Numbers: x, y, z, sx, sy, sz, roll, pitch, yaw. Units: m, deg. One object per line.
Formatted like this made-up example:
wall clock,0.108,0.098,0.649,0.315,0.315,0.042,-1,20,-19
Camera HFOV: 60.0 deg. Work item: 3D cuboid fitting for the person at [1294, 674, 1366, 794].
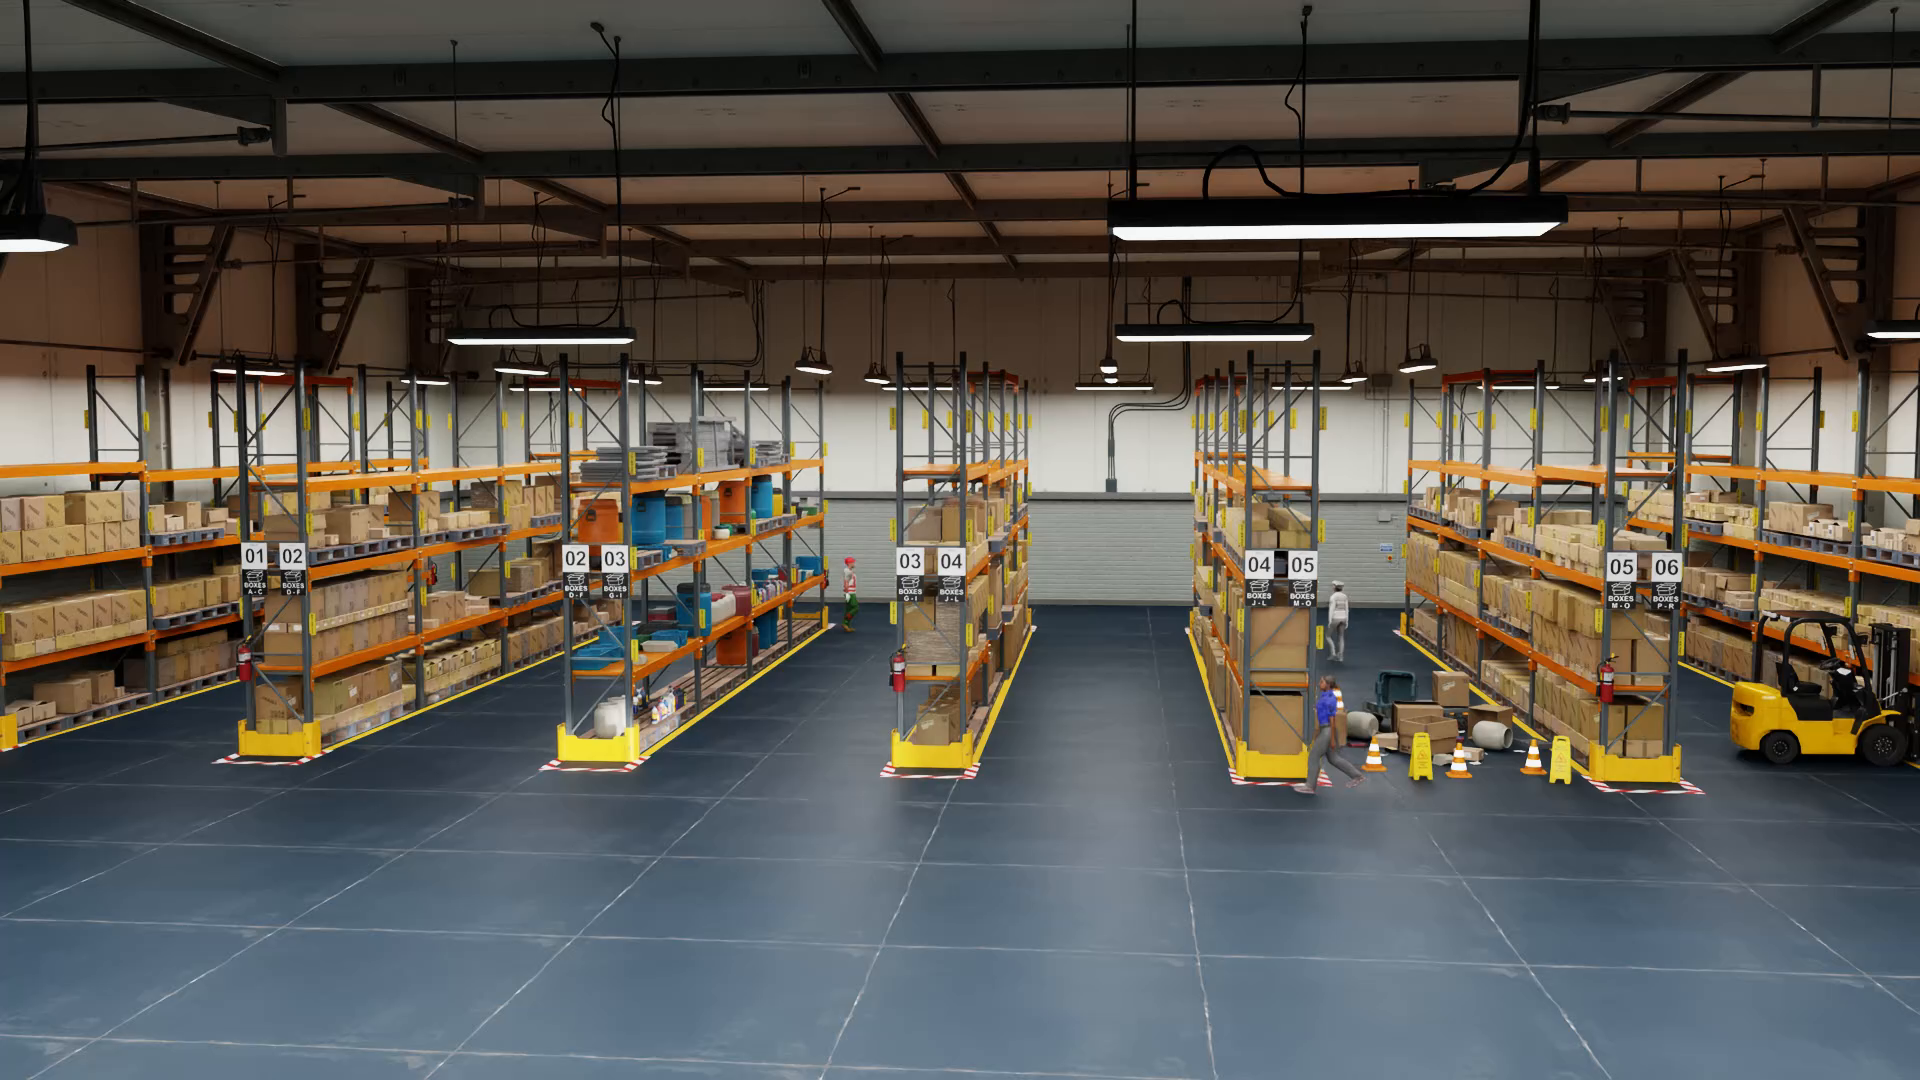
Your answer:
person,4.979,2.598,22.331,0.965,1.609,0.446,0,4,7

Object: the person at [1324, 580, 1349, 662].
person,7.888,1.700,34.781,0.521,1.697,0.354,-2,4,-25

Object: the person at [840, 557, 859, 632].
person,-2.641,1.293,39.641,0.442,1.785,0.660,0,4,-6
